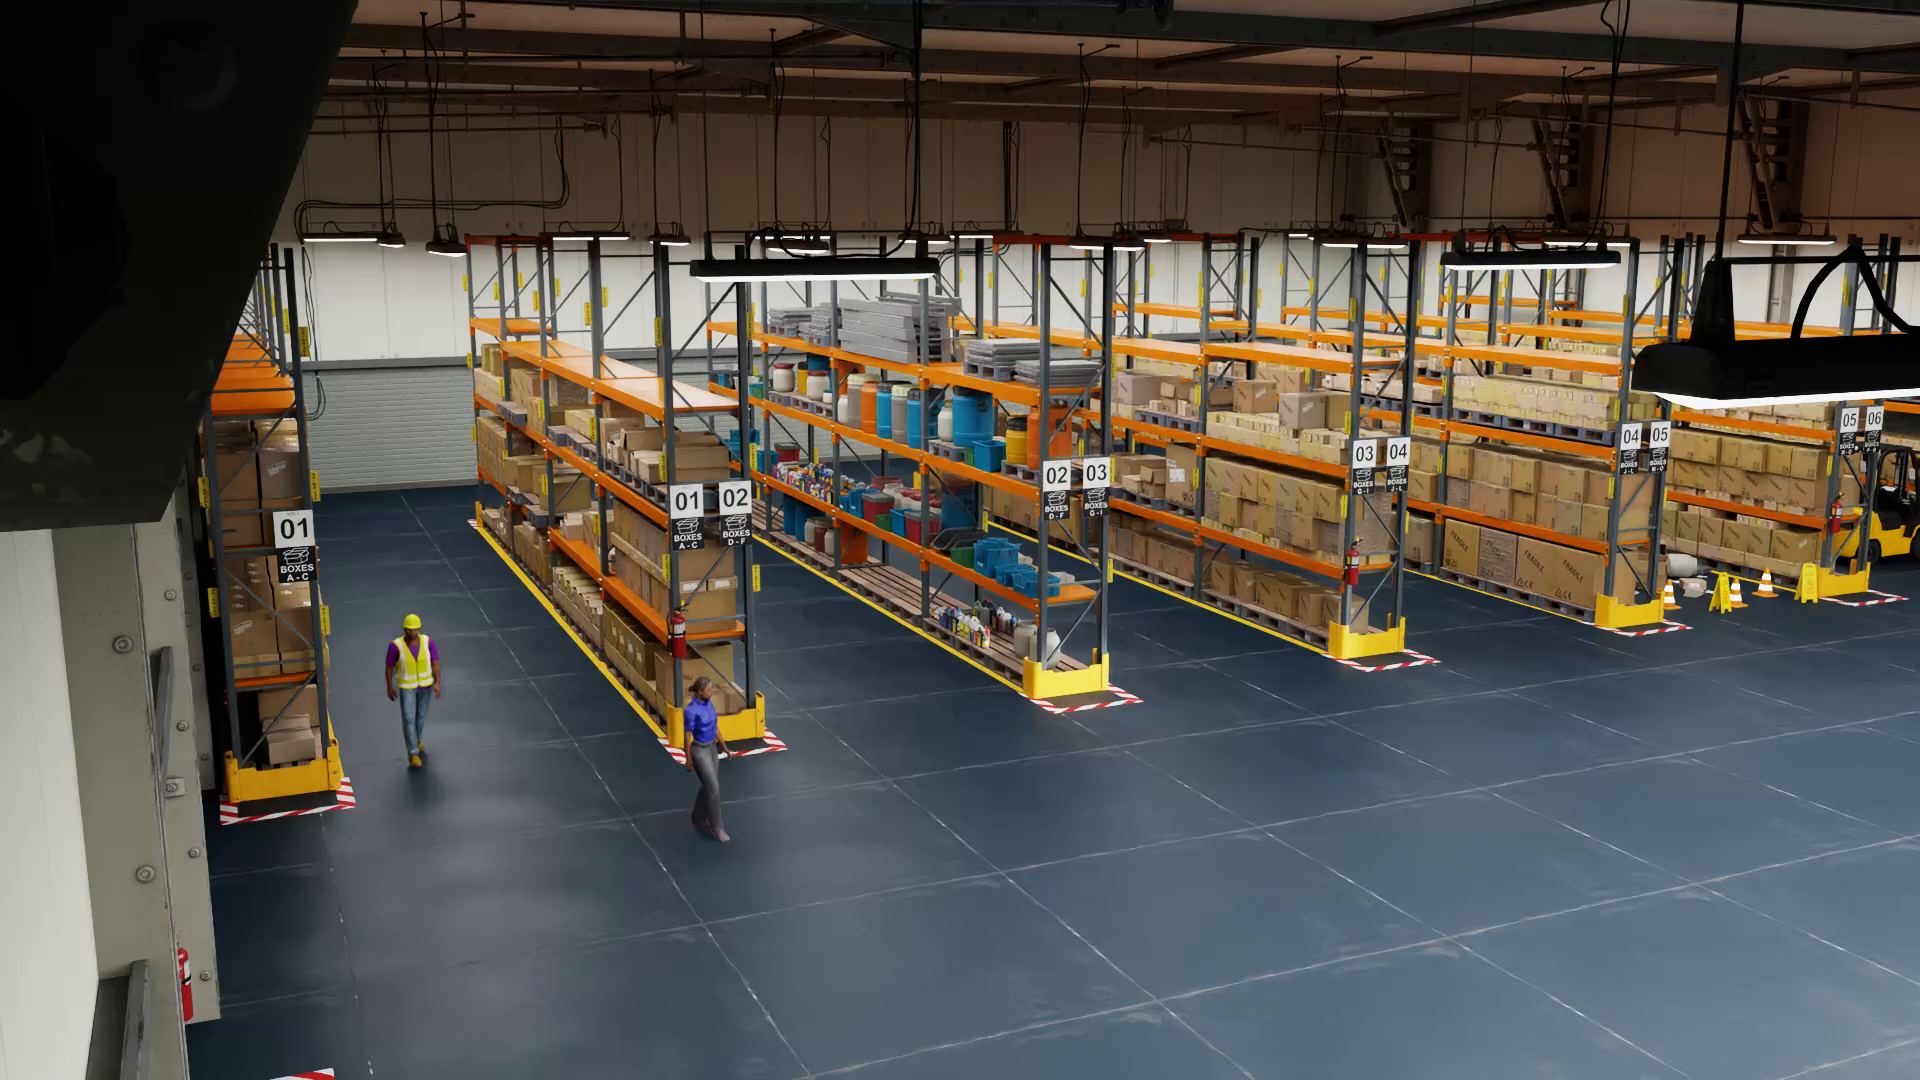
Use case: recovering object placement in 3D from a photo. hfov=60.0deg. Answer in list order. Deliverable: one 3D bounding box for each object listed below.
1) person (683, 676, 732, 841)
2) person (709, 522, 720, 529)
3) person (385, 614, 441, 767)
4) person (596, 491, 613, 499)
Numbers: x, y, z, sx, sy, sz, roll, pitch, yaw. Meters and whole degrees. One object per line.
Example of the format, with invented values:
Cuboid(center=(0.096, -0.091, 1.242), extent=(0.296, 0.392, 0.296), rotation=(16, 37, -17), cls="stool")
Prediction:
Cuboid(center=(-2.584, 2.268, 17.257), extent=(0.576, 1.698, 0.470), rotation=(4, 12, 19), cls="person")
Cuboid(center=(-4.800, -0.741, 32.740), extent=(0.411, 1.551, 0.869), rotation=(-2, 11, -8), cls="person")
Cuboid(center=(-6.397, 1.726, 19.584), extent=(0.584, 1.709, 0.989), rotation=(-8, 14, -36), cls="person")
Cuboid(center=(-8.047, -1.800, 37.628), extent=(0.431, 1.782, 0.582), rotation=(-4, 12, -22), cls="person")
